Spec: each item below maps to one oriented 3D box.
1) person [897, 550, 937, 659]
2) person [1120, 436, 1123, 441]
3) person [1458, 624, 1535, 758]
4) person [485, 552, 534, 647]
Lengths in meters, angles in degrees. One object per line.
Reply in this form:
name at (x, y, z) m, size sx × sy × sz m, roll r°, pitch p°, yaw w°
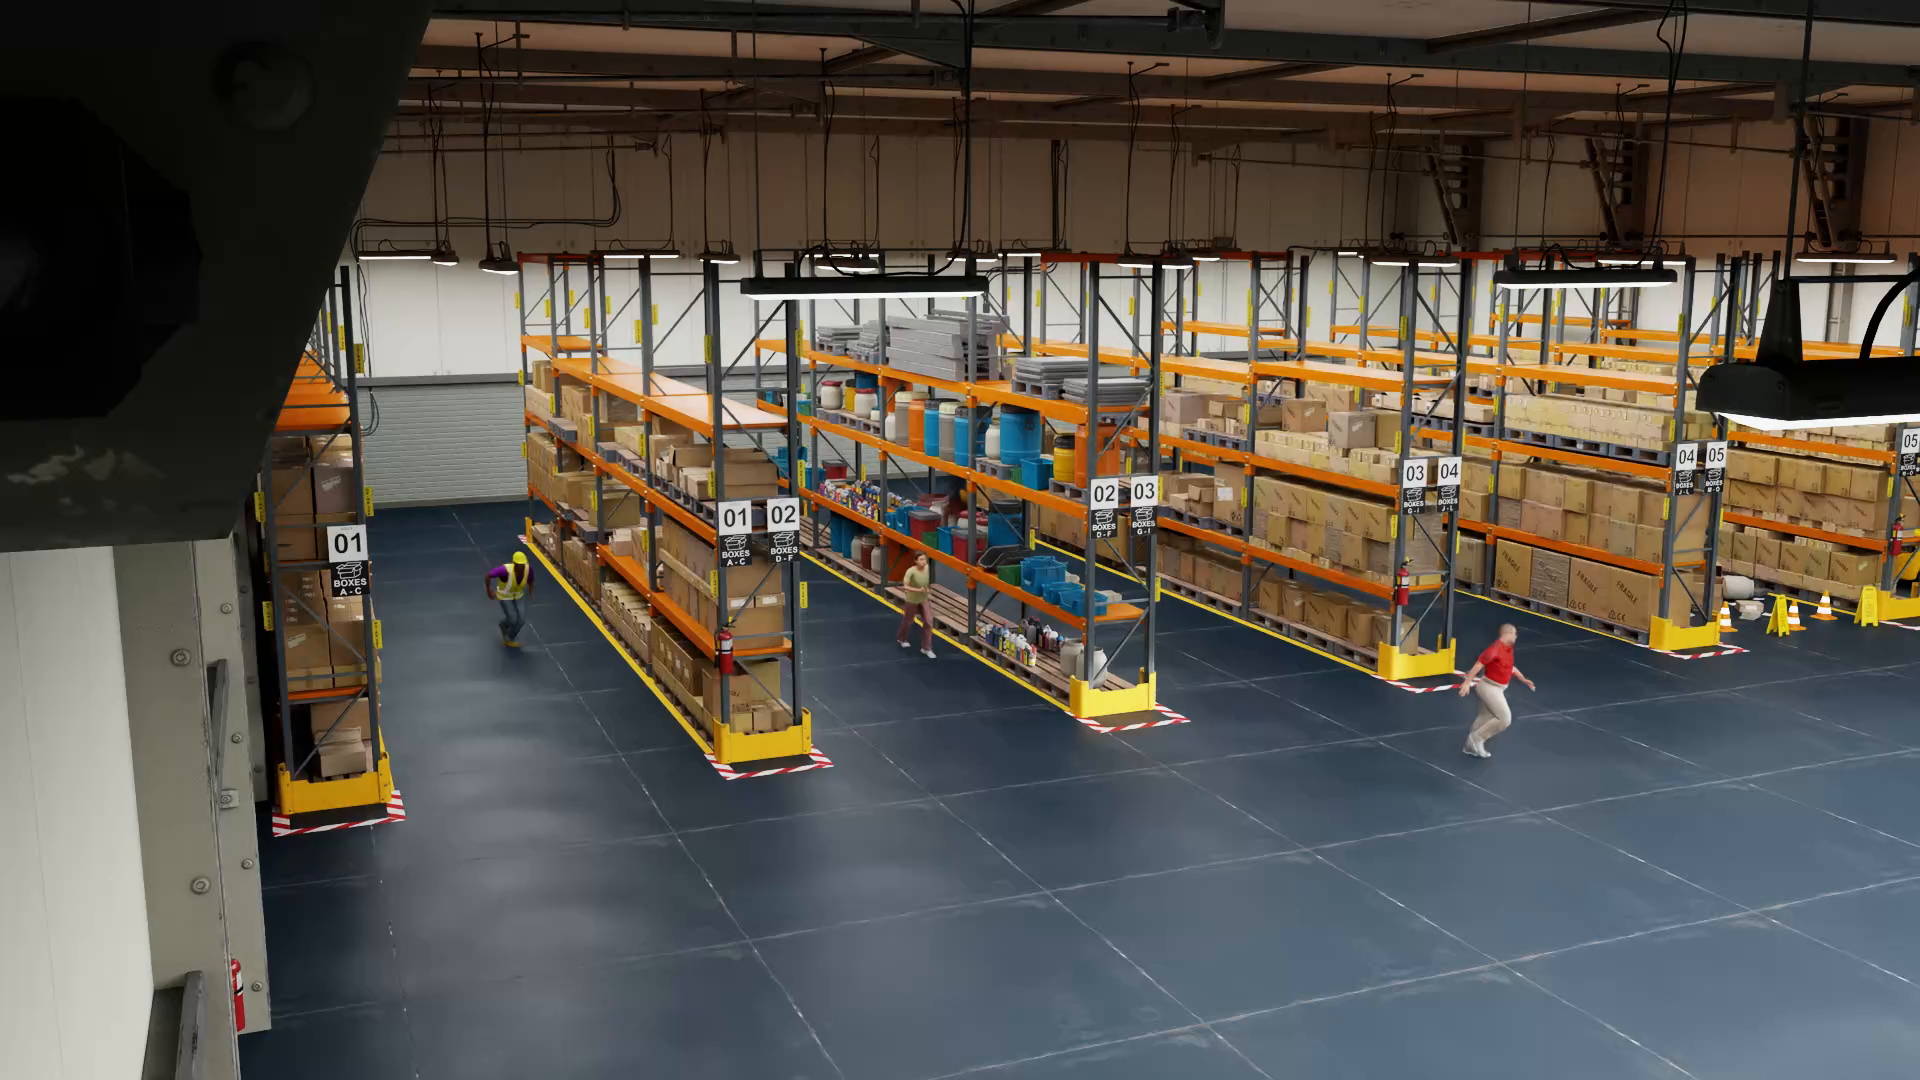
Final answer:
person at (-0.684, 0.940, 25.356) m, size 0.575 × 1.643 × 0.941 m, roll -6°, pitch 12°, yaw -29°
person at (3.655, -1.506, 38.372) m, size 0.633 × 1.825 × 0.832 m, roll -4°, pitch 11°, yaw -22°
person at (6.564, 1.843, 20.294) m, size 0.810 × 1.687 × 0.666 m, roll 6°, pitch 12°, yaw 28°
person at (-6.923, 0.926, 25.639) m, size 0.738 × 1.569 × 0.852 m, roll -9°, pitch 13°, yaw -39°
